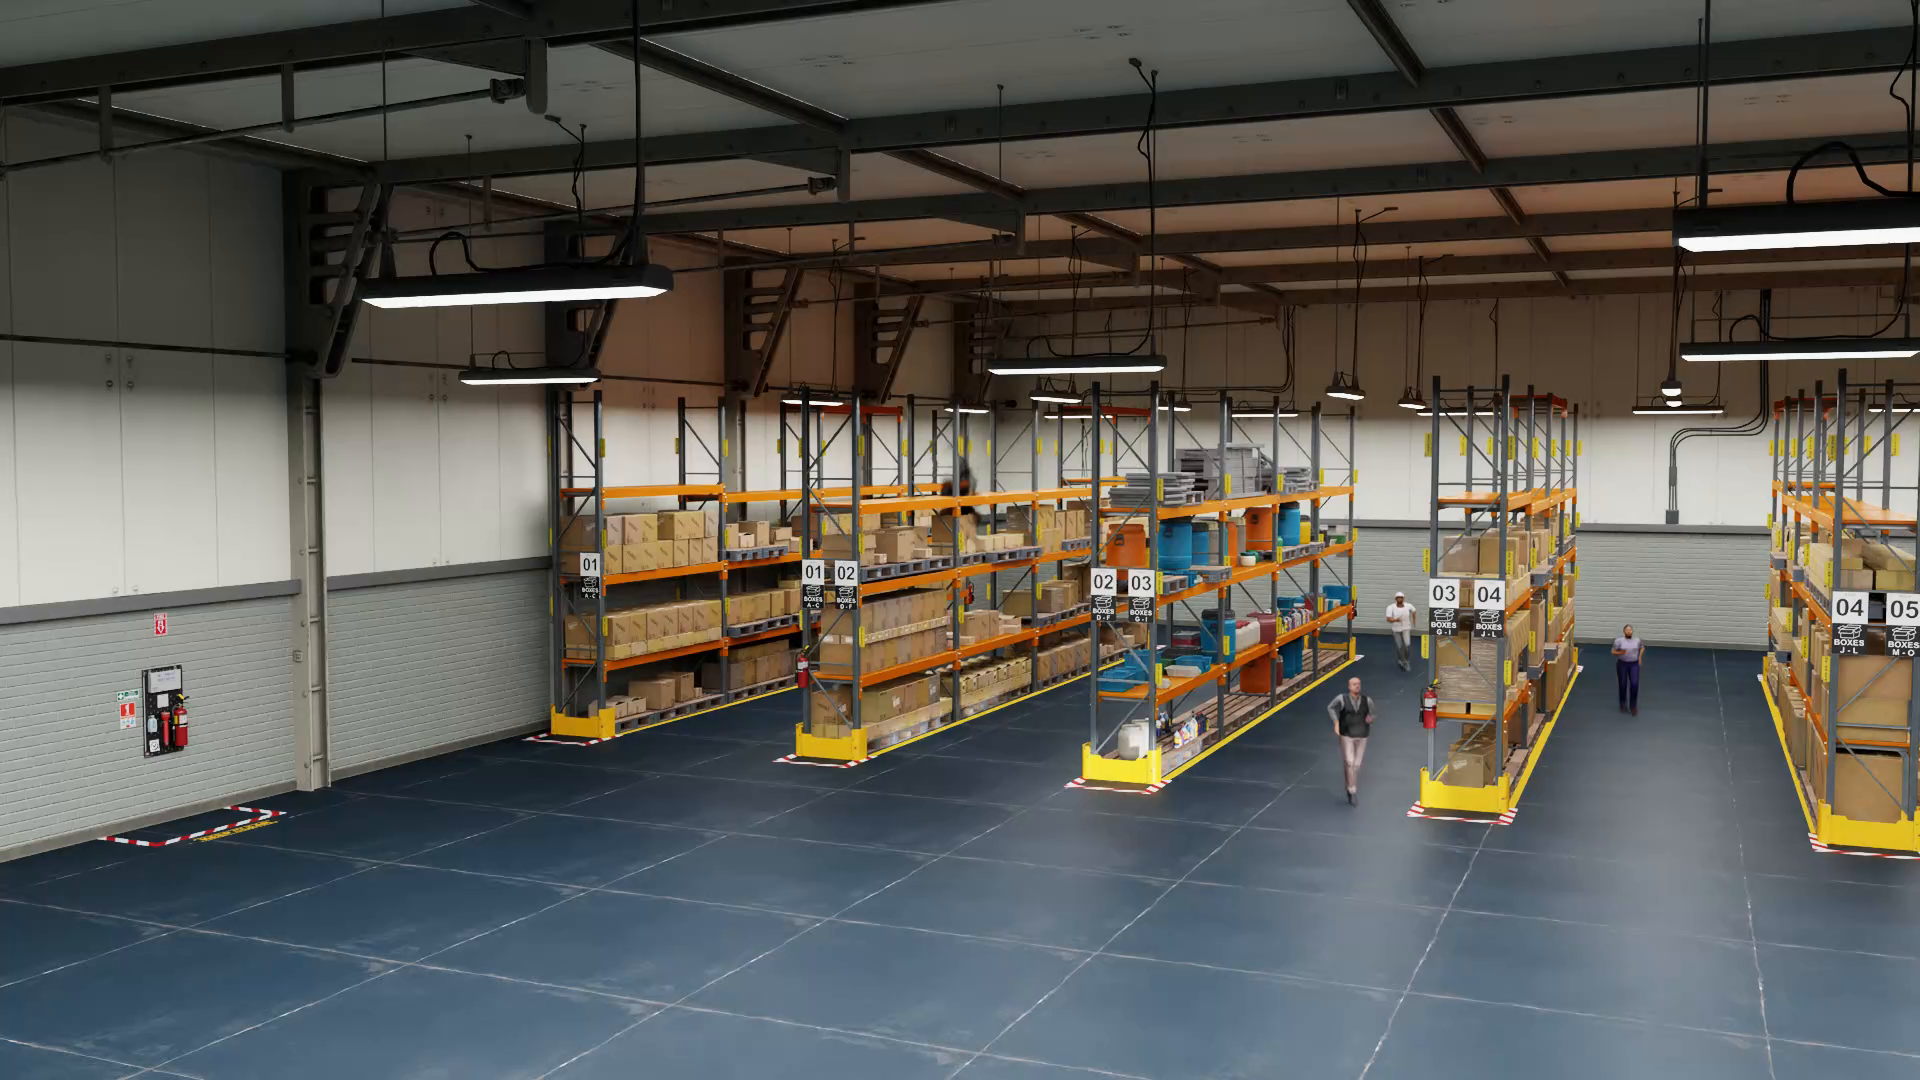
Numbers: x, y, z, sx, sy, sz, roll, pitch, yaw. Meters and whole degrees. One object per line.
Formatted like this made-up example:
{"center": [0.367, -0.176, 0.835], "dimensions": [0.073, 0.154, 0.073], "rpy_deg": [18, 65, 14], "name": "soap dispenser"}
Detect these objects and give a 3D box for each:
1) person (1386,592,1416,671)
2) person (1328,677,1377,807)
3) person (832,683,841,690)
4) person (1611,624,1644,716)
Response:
{"center": [9.977, 2.061, 37.634], "dimensions": [0.646, 1.803, 0.709], "rpy_deg": [1, 3, 16], "name": "person"}
{"center": [5.594, 2.829, 23.629], "dimensions": [0.651, 1.765, 0.884], "rpy_deg": [0, 3, -4], "name": "person"}
{"center": [-2.127, 2.478, 30.789], "dimensions": [0.529, 1.725, 0.829], "rpy_deg": [1, 3, 16], "name": "person"}
{"center": [12.623, 2.442, 31.443], "dimensions": [0.592, 1.702, 0.747], "rpy_deg": [1, 3, 18], "name": "person"}
